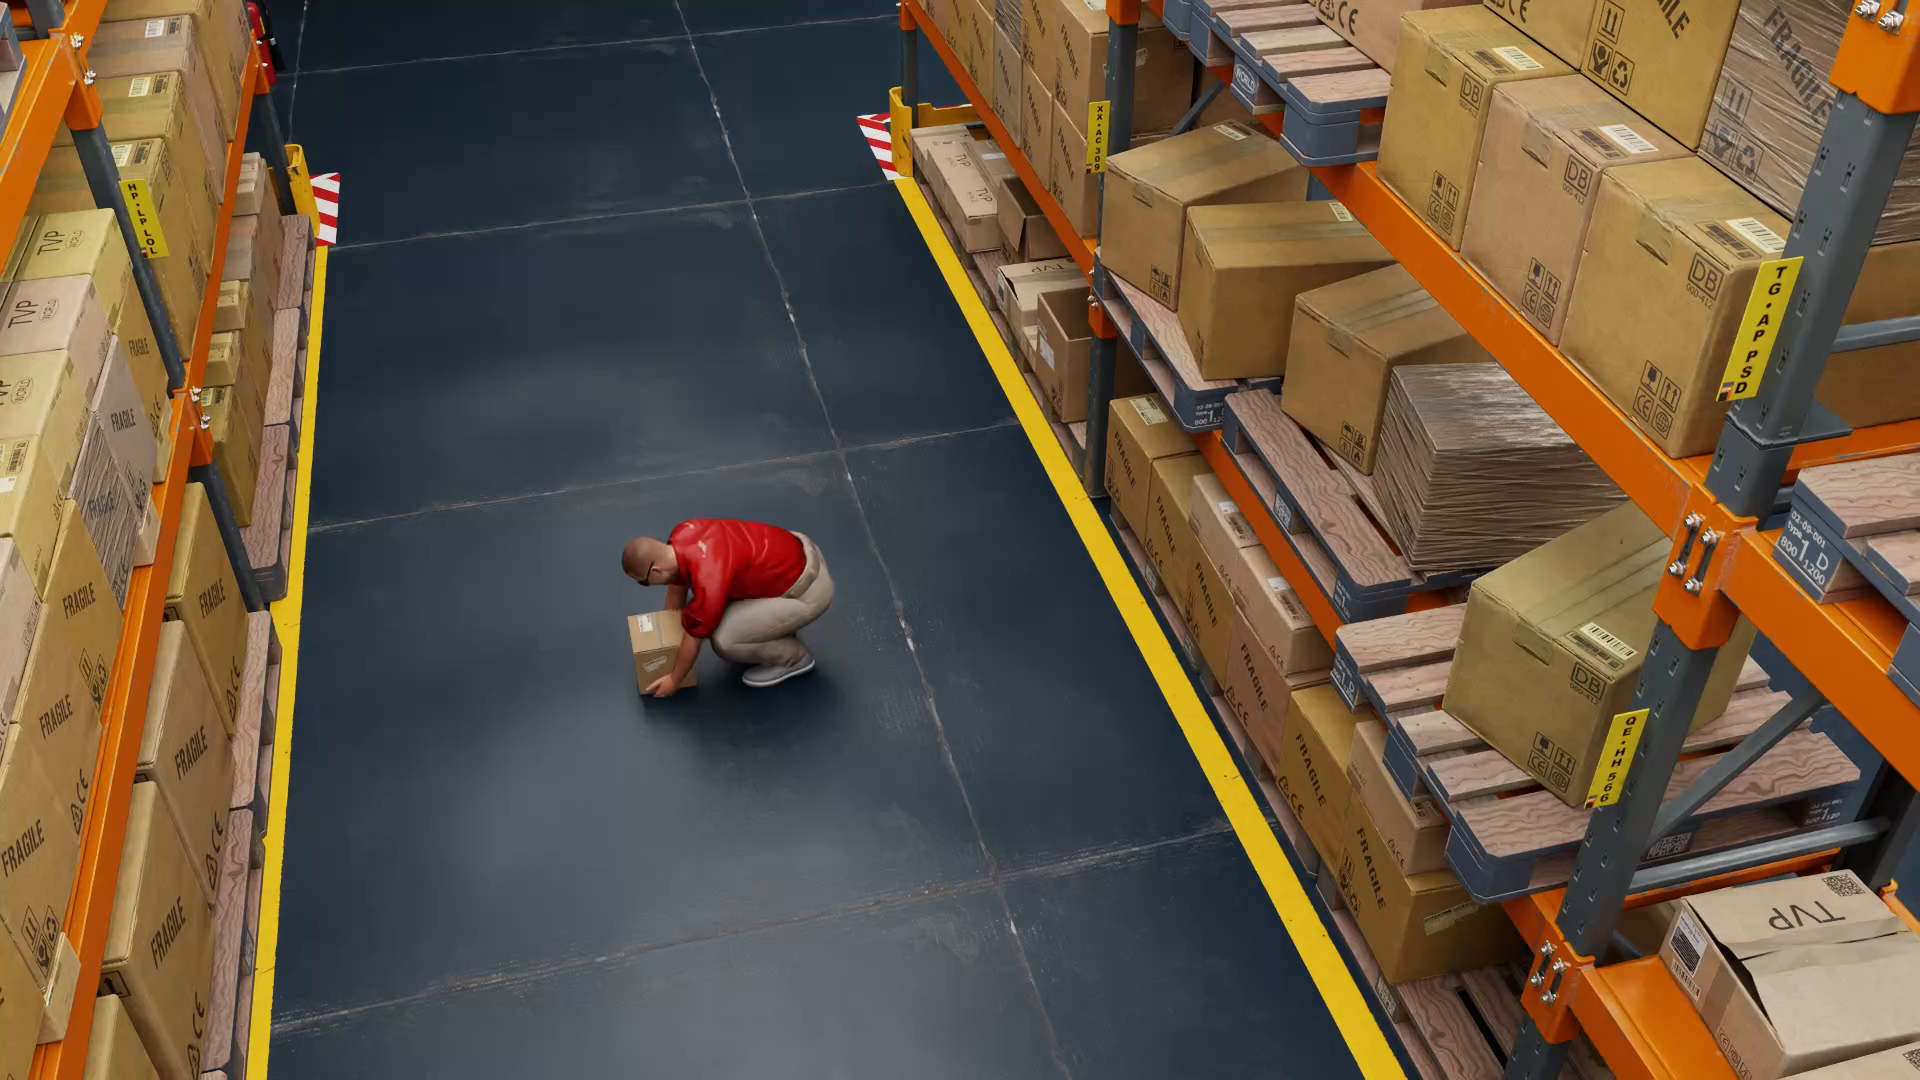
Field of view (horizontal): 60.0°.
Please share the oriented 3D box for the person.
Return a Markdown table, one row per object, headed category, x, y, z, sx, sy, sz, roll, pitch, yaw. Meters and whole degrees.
| category | x | y | z | sx | sy | sz | roll | pitch | yaw |
| --- | --- | --- | --- | --- | --- | --- | --- | --- | --- |
| person | -1.015 | 0.270 | 7.222 | 0.826 | 0.812 | 0.534 | -10 | 39 | -12 |
